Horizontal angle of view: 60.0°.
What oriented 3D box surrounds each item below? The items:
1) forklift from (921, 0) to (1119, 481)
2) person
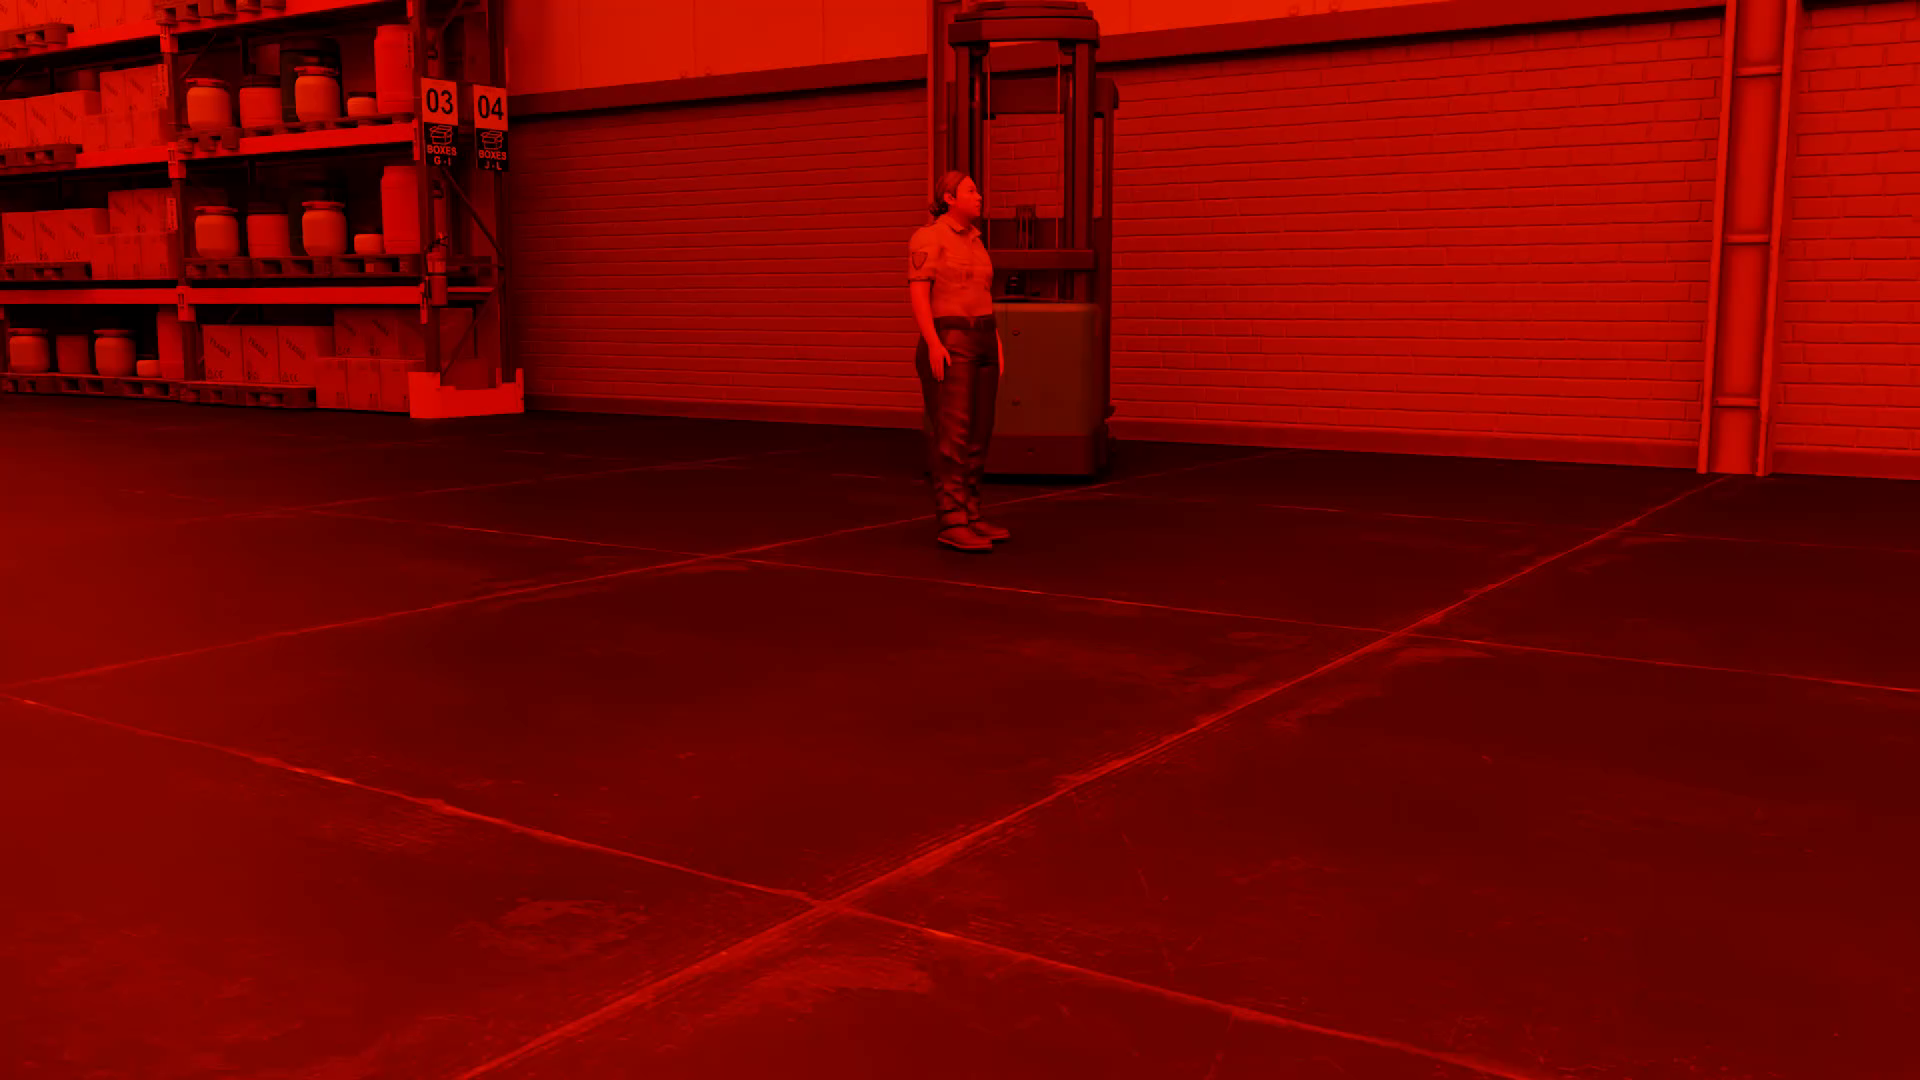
[{"bbox_3d":[0.485,-1.981,11.126,1.130,2.935,3.031,1,8,8],"label":"forklift"},{"bbox_3d":[0.061,-0.813,7.419,0.503,1.650,0.599,5,10,34],"label":"person"}]
